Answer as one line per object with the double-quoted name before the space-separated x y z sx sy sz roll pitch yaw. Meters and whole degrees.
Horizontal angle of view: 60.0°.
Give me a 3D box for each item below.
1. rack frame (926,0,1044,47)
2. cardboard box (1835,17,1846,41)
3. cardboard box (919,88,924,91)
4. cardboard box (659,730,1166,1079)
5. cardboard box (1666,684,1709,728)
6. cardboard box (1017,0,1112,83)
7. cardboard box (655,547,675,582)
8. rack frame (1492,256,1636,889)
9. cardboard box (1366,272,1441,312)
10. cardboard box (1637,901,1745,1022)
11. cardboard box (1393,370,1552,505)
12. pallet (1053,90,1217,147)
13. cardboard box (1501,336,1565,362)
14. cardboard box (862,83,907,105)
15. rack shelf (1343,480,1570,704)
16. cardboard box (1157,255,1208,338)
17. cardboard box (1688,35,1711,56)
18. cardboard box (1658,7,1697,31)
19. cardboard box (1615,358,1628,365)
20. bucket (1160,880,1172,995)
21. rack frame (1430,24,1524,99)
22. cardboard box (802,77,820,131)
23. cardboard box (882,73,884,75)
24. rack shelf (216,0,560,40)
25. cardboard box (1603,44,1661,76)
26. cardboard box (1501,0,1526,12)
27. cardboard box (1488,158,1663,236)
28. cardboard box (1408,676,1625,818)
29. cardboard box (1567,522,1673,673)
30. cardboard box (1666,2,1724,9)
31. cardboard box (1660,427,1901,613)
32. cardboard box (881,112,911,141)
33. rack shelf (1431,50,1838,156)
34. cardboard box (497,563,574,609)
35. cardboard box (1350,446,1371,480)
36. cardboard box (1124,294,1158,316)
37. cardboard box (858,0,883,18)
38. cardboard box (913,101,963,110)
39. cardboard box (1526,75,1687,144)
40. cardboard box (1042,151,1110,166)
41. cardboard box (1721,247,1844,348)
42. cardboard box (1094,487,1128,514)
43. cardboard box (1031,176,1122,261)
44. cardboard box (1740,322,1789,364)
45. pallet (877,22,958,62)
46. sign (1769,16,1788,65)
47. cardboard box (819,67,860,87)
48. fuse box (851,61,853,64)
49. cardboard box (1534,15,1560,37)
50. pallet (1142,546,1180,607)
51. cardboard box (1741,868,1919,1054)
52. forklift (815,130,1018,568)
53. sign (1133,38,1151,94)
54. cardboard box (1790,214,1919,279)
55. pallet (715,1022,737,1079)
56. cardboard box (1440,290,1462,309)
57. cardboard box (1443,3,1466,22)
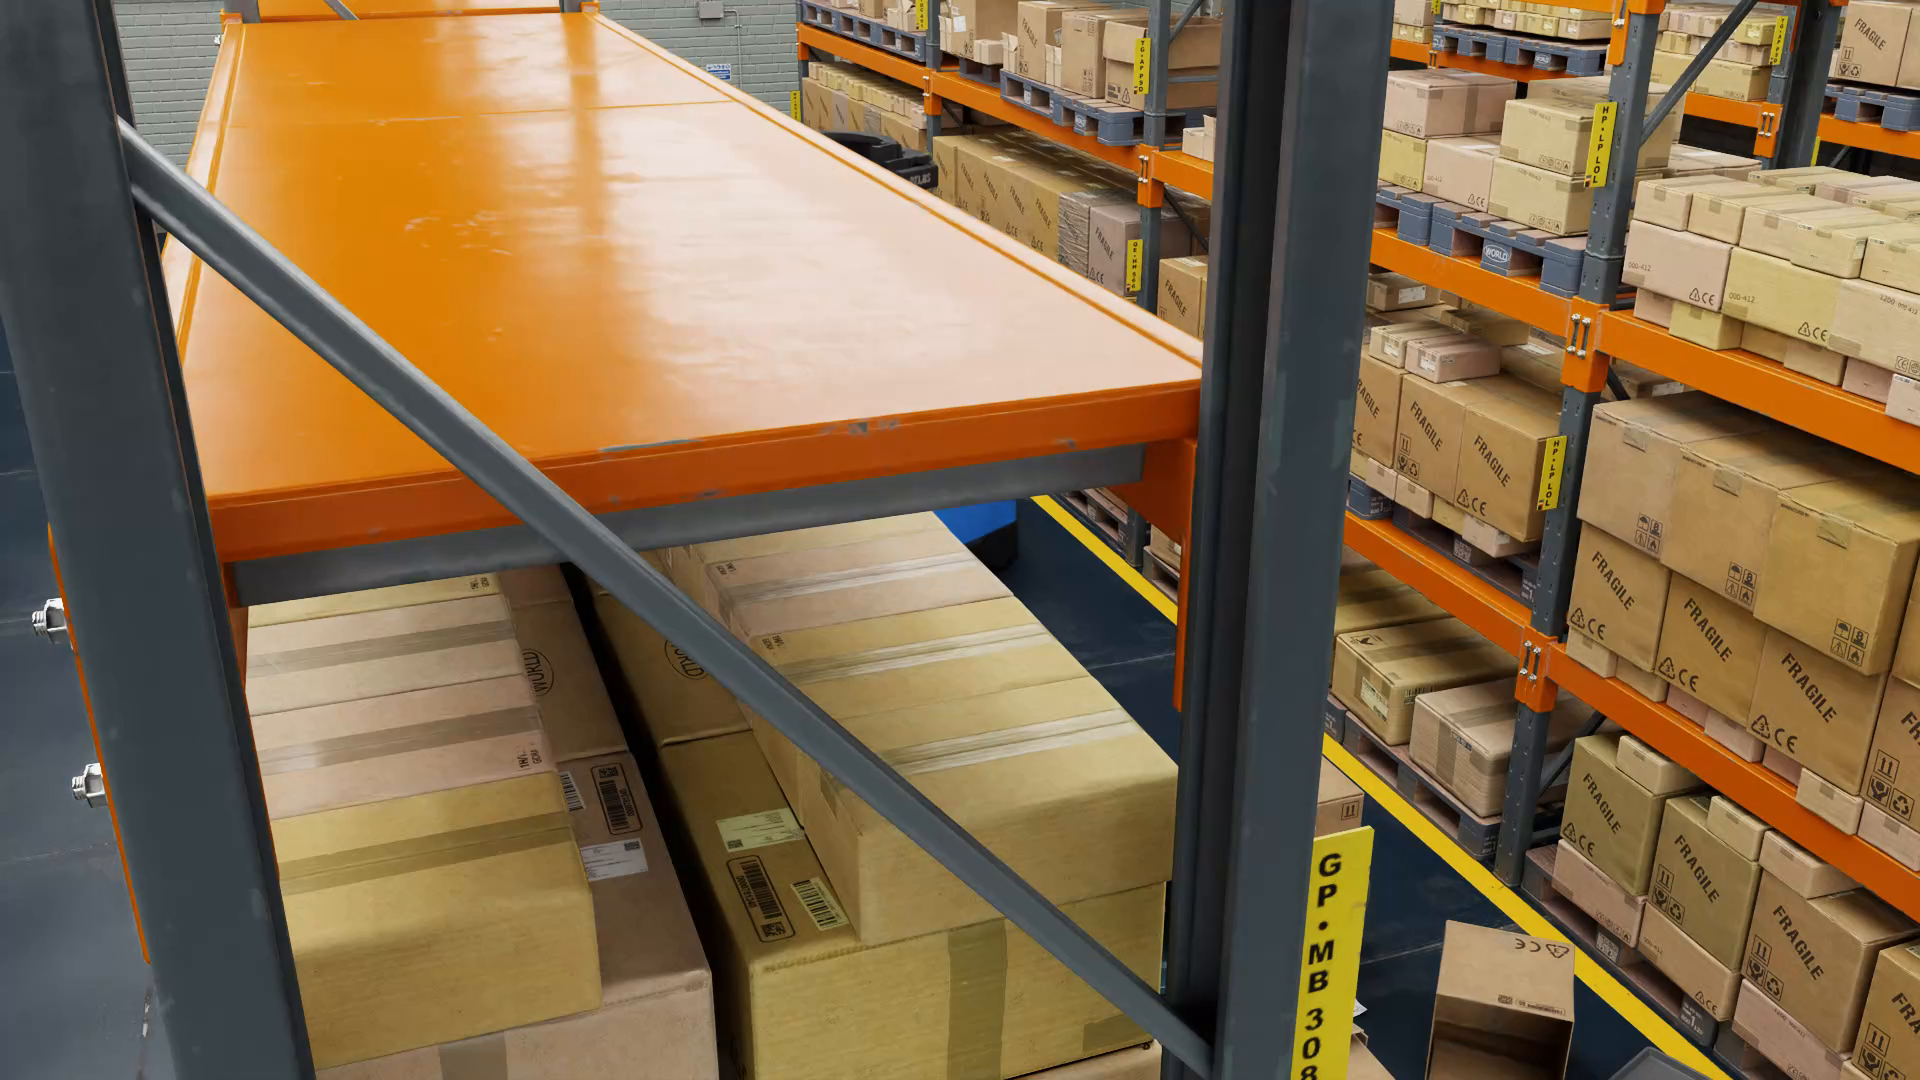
"rack frame" 0.208 -5.498 13.207 1.000 3.000 0.127 -8 24 -19
"cardboard box" 6.392 -3.768 12.262 0.380 0.149 0.250 -9 25 -21
"cardboard box" -0.159 -4.146 15.474 0.380 0.149 0.250 -8 24 -19
"cardboard box" -0.078 0.443 2.116 0.500 0.250 0.500 -8 24 -19
"cardboard box" 3.105 0.625 6.729 0.380 0.149 0.250 -8 24 -19
"cardboard box" 0.727 -3.502 11.665 0.500 0.500 0.500 -8 24 -18
"cardboard box" -0.327 -0.065 2.807 0.380 0.149 0.250 -9 24 -20
"rack frame" 3.034 0.174 7.476 1.000 3.000 0.127 -8 24 -19
"cardboard box" 2.463 -1.399 9.321 0.380 0.149 0.250 -10 25 -22
"cardboard box" 3.189 1.691 6.875 0.500 0.250 0.500 -7 24 -16
"cardboard box" 2.480 -0.519 8.068 0.500 0.500 0.500 -8 24 -19
"pallet" 1.344 -2.802 10.916 1.213 0.211 1.003 -7 24 -17
"cardboard box" 2.797 -0.776 8.677 0.500 0.500 0.500 -8 24 -19
"cardboard box" -0.692 -4.167 15.524 0.380 0.149 0.250 -8 24 -19
"rack shelf" 2.328 -0.221 9.340 1.077 0.370 4.000 -8 24 -19
"cardboard box" 1.563 -1.461 10.302 0.500 0.500 0.500 -9 24 -20
"cardboard box" 5.771 -3.751 12.604 0.380 0.149 0.250 -8 24 -18
"cardboard box" 5.498 -4.060 12.956 0.380 0.149 0.250 -9 24 -20
"cardboard box" 5.746 -1.311 13.676 0.500 0.500 0.500 -9 24 -20
"bucket" 0.644 1.431 6.751 0.726 0.611 0.620 0 13 -1
"rack frame" 4.850 -3.415 15.991 1.000 3.000 0.127 -8 24 -19
"cardboard box" -1.302 -4.480 17.101 0.500 0.500 0.500 -9 24 -20
"cardboard box" -0.558 -4.621 16.600 0.380 0.149 0.250 -8 24 -18
"rack shelf" -2.268 -2.086 6.554 1.077 0.370 4.000 -8 24 -19
"cardboard box" 5.500 -3.793 13.217 0.500 0.250 0.500 -8 24 -19
"cardboard box" 4.872 -4.615 14.246 0.380 0.149 0.250 -9 24 -20
"cardboard box" 2.692 -1.525 7.297 0.500 0.250 0.500 -9 24 -20
"cardboard box" 2.846 1.001 8.356 0.950 0.372 0.625 -8 24 -18
"cardboard box" 2.929 0.189 6.928 0.500 0.500 0.500 -8 24 -19
"cardboard box" 5.888 -4.220 13.334 0.380 0.149 0.250 -8 24 -19
"cardboard box" 3.147 -0.092 6.307 0.700 0.500 0.500 -8 24 -19
"cardboard box" -0.389 -3.559 14.916 0.500 0.500 0.500 -9 24 -20
"rack shelf" 5.557 -3.740 13.824 1.077 0.370 4.000 -8 24 -19
"cardboard box" -0.935 0.149 2.812 0.500 0.250 0.500 -8 24 -19
"cardboard box" 2.247 -0.426 8.681 0.380 0.149 0.250 -8 24 -19
"cardboard box" 1.212 -1.582 11.191 0.500 0.250 0.500 -8 24 -19
"cardboard box" -0.633 -5.101 15.331 0.500 0.500 0.500 -8 24 -18
"cardboard box" -0.190 -3.718 14.457 0.380 0.149 0.250 -8 24 -18
"cardboard box" 3.017 -2.010 7.804 0.500 0.250 0.500 -9 24 -20
"cardboard box" 0.951 -2.738 12.968 0.500 0.500 0.500 -8 24 -17
"cardboard box" 3.124 -0.893 5.954 0.500 0.250 0.500 -9 24 -19
"cardboard box" 1.455 -0.756 11.878 0.875 0.875 0.875 -9 24 -19
"cardboard box" 0.835 -2.305 11.941 0.500 0.500 0.500 -8 24 -19
"cardboard box" 3.146 -0.768 6.172 0.380 0.149 0.250 -8 24 -19
"pallet" -0.071 -4.373 14.516 1.003 0.211 1.213 -8 24 -19
"sign" 5.755 -3.509 11.685 0.100 0.325 0.005 -8 24 -19
"cardboard box" -1.195 -4.630 16.621 0.380 0.149 0.250 -8 24 -17
"fuse box" -1.202 -5.874 23.482 0.539 1.711 0.414 -8 24 -19
"cardboard box" 5.028 -4.294 13.868 0.380 0.149 0.250 -8 24 -18
"pallet" 1.896 0.289 10.791 1.003 0.211 1.213 -8 24 -19
"cardboard box" 3.372 1.535 6.281 0.500 0.500 0.500 -7 24 -16
"forklift" -0.956 -0.902 10.116 1.130 2.935 3.031 19 29 37
"sign" 1.099 -2.863 10.052 0.100 0.325 0.005 -8 24 -19
"cardboard box" 3.112 -1.014 5.729 0.380 0.149 0.250 -9 24 -19
"pallet" -0.420 0.734 2.400 1.003 0.211 1.213 -8 24 -19
"cardboard box" 4.811 -2.250 15.905 0.500 0.500 0.500 -7 24 -17
"cardboard box" 4.584 -4.758 14.970 0.380 0.149 0.250 -8 24 -18
